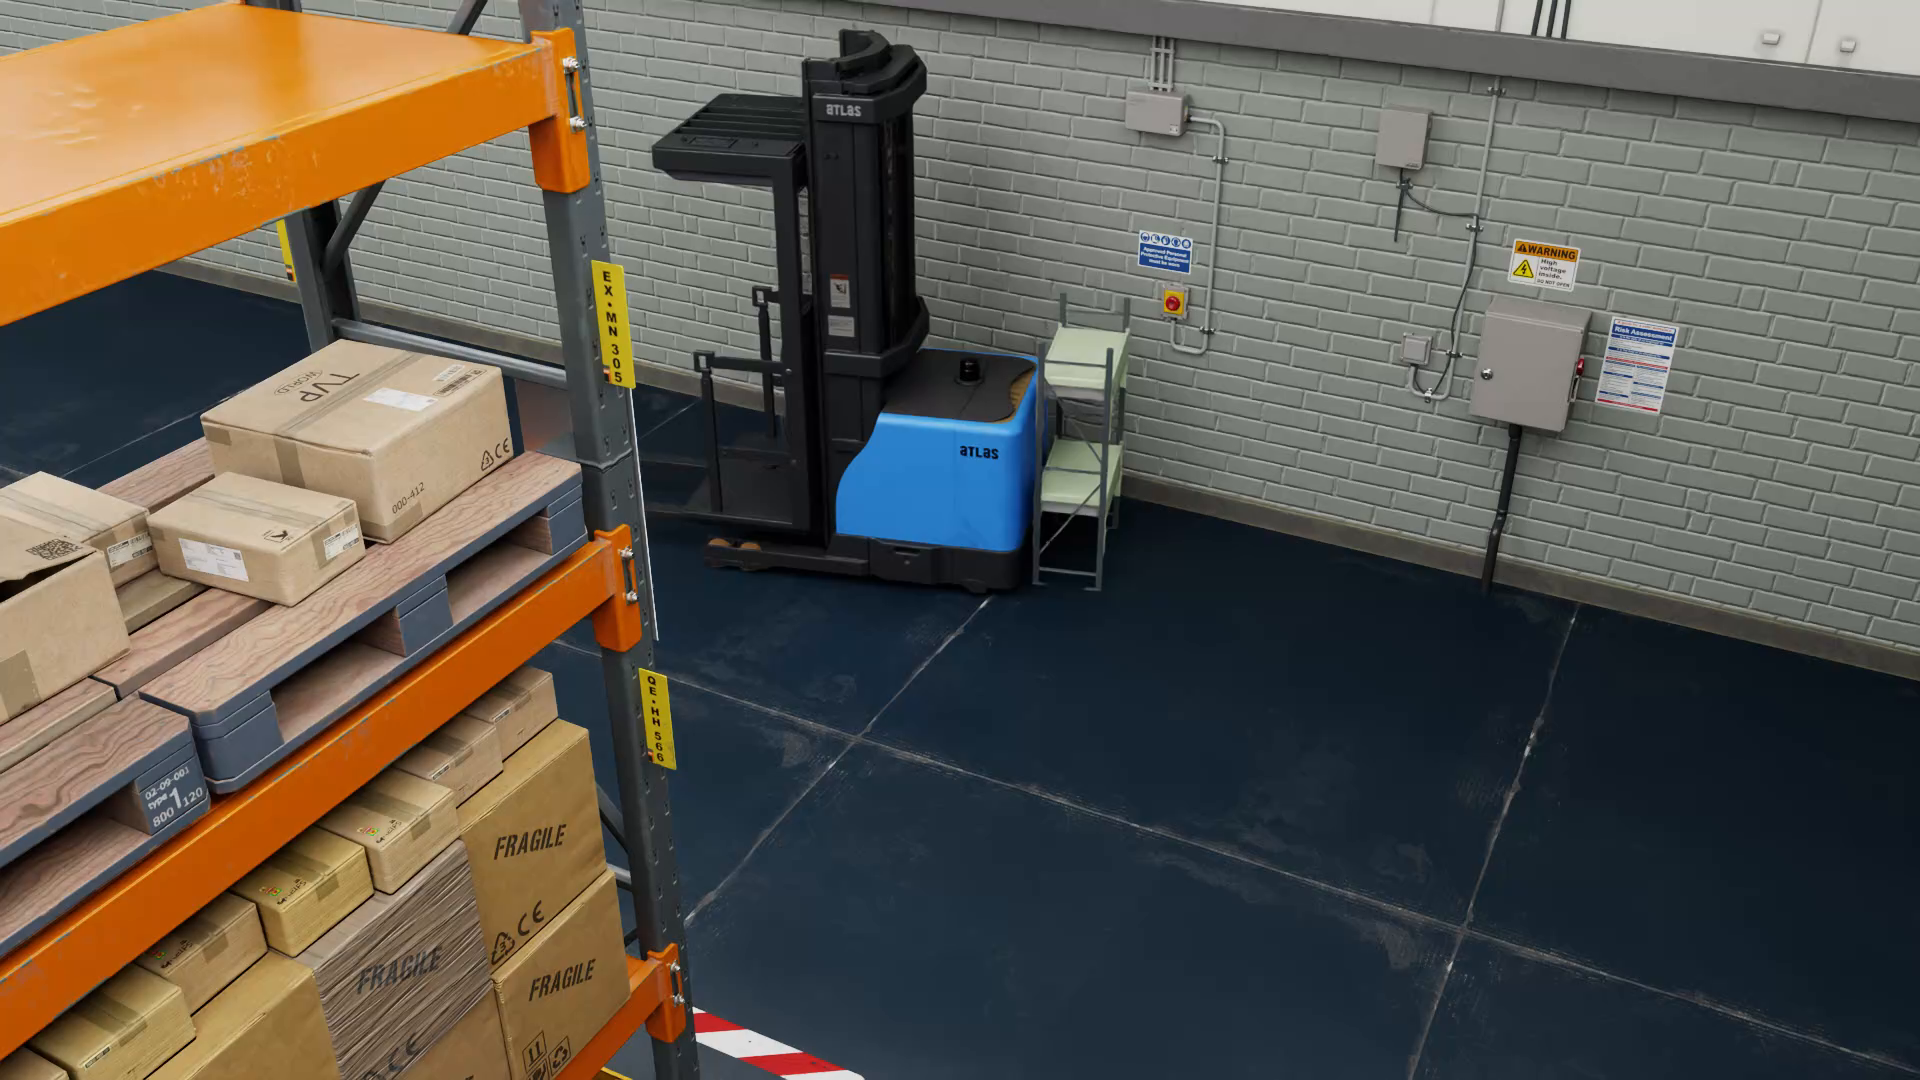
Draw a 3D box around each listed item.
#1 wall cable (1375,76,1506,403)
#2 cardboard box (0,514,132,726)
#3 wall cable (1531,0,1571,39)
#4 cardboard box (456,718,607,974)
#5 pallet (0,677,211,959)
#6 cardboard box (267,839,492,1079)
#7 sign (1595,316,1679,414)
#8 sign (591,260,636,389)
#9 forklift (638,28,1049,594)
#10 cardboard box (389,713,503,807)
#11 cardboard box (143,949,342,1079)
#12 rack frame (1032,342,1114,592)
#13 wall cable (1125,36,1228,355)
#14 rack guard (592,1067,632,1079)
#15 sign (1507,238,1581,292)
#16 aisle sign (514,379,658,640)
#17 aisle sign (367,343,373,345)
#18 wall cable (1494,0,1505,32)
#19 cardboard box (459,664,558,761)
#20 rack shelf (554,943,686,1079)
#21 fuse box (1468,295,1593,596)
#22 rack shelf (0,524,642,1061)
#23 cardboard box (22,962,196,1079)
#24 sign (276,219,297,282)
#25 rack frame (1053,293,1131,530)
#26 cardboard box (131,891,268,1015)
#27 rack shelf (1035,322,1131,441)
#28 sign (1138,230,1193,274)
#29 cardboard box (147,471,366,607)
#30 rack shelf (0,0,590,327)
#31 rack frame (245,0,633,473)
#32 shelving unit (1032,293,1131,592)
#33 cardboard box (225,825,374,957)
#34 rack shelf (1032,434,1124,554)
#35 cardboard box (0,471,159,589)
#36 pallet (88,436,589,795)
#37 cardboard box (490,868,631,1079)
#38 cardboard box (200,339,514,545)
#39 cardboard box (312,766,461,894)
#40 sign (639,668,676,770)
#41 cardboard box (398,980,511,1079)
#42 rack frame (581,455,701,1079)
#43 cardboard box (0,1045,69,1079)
[{"bbox_3d":[2.475,-1.642,8.868,0.588,1.984,0.122,14,33,23],"label":"wall cable"},{"bbox_3d":[-2.067,0.151,3.320,0.500,0.311,0.500,15,33,24],"label":"cardboard box"},{"bbox_3d":[4.131,-3.396,6.881,2.988,3.039,0.133,14,33,23],"label":"wall cable"},{"bbox_3d":[-1.349,0.777,4.570,0.500,0.500,0.500,15,33,25],"label":"cardboard box"},{"bbox_3d":[-2.224,0.598,3.063,1.003,0.211,1.213,14,33,23],"label":"pallet"},{"bbox_3d":[-1.561,1.016,4.155,0.500,0.500,0.500,14,33,23],"label":"cardboard box"},{"bbox_3d":[3.545,-0.916,8.718,0.329,0.494,0.001,14,33,23],"label":"sign"},{"bbox_3d":[-0.864,-0.534,4.137,0.100,0.325,0.005,14,33,23],"label":"sign"},{"bbox_3d":[-1.035,-1.337,9.426,3.031,2.935,1.130,6,30,11],"label":"forklift"},{"bbox_3d":[-1.420,0.551,4.313,0.380,0.149,0.250,15,33,24],"label":"cardboard box"},{"bbox_3d":[-1.789,1.234,3.774,0.500,0.500,0.500,14,33,23],"label":"cardboard box"},{"bbox_3d":[0.615,-0.379,9.195,0.400,1.500,0.023,6,30,10],"label":"rack frame"},{"bbox_3d":[1.207,-1.972,9.411,0.585,1.953,0.123,14,33,23],"label":"wall cable"},{"bbox_3d":[-1.330,2.060,5.951,1.175,0.500,0.348,14,33,23],"label":"rack guard"},{"bbox_3d":[3.056,-1.440,8.706,0.339,0.242,0.001,14,33,23],"label":"sign"},{"bbox_3d":[-1.032,-0.102,4.596,0.394,0.787,0.004,14,33,23],"label":"aisle sign"},{"bbox_3d":[-1.566,-0.238,4.833,0.394,0.787,0.004,14,33,23],"label":"aisle sign"},{"bbox_3d":[1.668,-4.029,8.019,2.355,3.000,0.029,14,33,23],"label":"wall cable"},{"bbox_3d":[-1.326,0.433,4.519,0.380,0.149,0.250,15,33,24],"label":"cardboard box"},{"bbox_3d":[-2.252,2.185,3.945,1.077,0.370,4.000,14,33,23],"label":"rack shelf"},{"bbox_3d":[3.011,-0.418,9.051,0.539,1.711,0.414,14,33,23],"label":"fuse box"},{"bbox_3d":[-2.252,0.885,3.198,1.077,0.370,4.000,14,33,23],"label":"rack shelf"},{"bbox_3d":[-1.859,1.011,3.512,0.380,0.149,0.250,15,33,24],"label":"cardboard box"},{"bbox_3d":[-1.832,-0.856,4.550,0.100,0.325,0.005,14,33,23],"label":"sign"},{"bbox_3d":[0.768,-0.736,9.815,0.400,1.500,0.023,6,30,10],"label":"rack frame"},{"bbox_3d":[-1.797,0.887,3.729,0.380,0.149,0.250,14,33,23],"label":"cardboard box"},{"bbox_3d":[0.691,-0.896,9.311,0.431,0.370,0.720,6,30,10],"label":"rack shelf"},{"bbox_3d":[1.192,-1.674,9.671,0.327,0.218,0.001,14,33,23],"label":"sign"},{"bbox_3d":[-1.586,-0.007,3.758,0.380,0.149,0.250,12,32,19],"label":"cardboard box"},{"bbox_3d":[-2.252,-0.243,2.551,1.077,0.370,4.000,14,33,23],"label":"rack shelf"},{"bbox_3d":[-1.341,-1.615,3.816,1.000,3.000,0.127,14,33,23],"label":"rack frame"},{"bbox_3d":[0.691,-0.557,9.505,0.431,1.500,0.755,6,30,10],"label":"shelving unit"},{"bbox_3d":[-1.614,0.787,3.902,0.380,0.149,0.250,15,33,24],"label":"cardboard box"},{"bbox_3d":[0.691,-0.275,9.667,0.431,0.370,0.720,6,30,10],"label":"rack shelf"},{"bbox_3d":[-2.041,0.000,3.747,0.380,0.149,0.250,16,33,25],"label":"cardboard box"},{"bbox_3d":[-1.670,0.056,4.008,1.003,0.211,1.213,14,33,23],"label":"pallet"},{"bbox_3d":[-1.325,1.217,4.808,0.500,0.500,0.500,14,33,24],"label":"cardboard box"},{"bbox_3d":[-1.466,-0.255,4.088,0.500,0.250,0.500,11,32,19],"label":"cardboard box"},{"bbox_3d":[-1.463,0.684,4.081,0.380,0.149,0.250,14,33,23],"label":"cardboard box"},{"bbox_3d":[-0.864,0.511,4.738,0.100,0.325,0.005,14,33,23],"label":"sign"},{"bbox_3d":[-1.567,1.436,4.427,0.500,0.500,0.500,14,33,22],"label":"cardboard box"},{"bbox_3d":[-1.341,0.987,5.310,1.000,3.000,0.127,14,33,23],"label":"rack frame"},{"bbox_3d":[-1.995,1.123,3.317,0.380,0.149,0.250,15,33,25],"label":"cardboard box"}]
